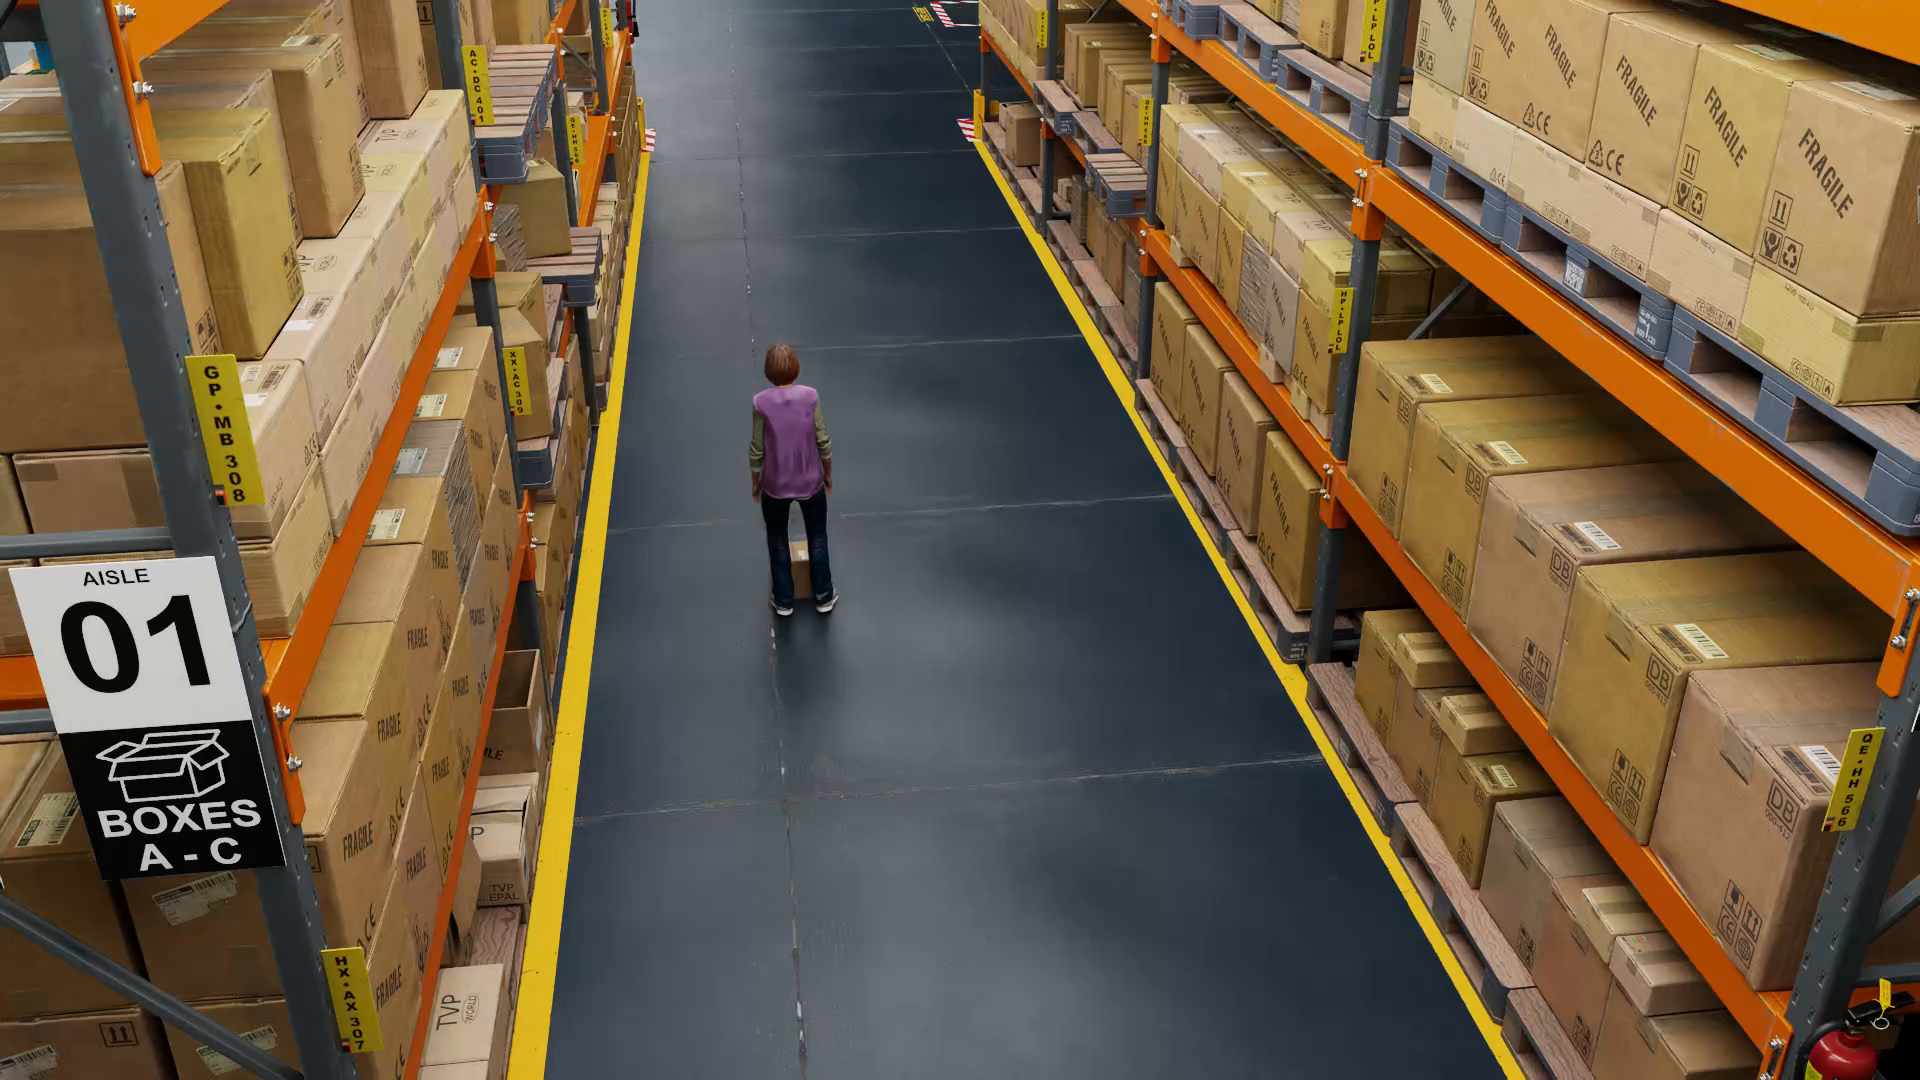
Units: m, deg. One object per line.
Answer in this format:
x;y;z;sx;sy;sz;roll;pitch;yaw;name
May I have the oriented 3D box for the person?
-0.927;-0.312;9.231;0.460;1.592;0.345;-4;28;-7;person
